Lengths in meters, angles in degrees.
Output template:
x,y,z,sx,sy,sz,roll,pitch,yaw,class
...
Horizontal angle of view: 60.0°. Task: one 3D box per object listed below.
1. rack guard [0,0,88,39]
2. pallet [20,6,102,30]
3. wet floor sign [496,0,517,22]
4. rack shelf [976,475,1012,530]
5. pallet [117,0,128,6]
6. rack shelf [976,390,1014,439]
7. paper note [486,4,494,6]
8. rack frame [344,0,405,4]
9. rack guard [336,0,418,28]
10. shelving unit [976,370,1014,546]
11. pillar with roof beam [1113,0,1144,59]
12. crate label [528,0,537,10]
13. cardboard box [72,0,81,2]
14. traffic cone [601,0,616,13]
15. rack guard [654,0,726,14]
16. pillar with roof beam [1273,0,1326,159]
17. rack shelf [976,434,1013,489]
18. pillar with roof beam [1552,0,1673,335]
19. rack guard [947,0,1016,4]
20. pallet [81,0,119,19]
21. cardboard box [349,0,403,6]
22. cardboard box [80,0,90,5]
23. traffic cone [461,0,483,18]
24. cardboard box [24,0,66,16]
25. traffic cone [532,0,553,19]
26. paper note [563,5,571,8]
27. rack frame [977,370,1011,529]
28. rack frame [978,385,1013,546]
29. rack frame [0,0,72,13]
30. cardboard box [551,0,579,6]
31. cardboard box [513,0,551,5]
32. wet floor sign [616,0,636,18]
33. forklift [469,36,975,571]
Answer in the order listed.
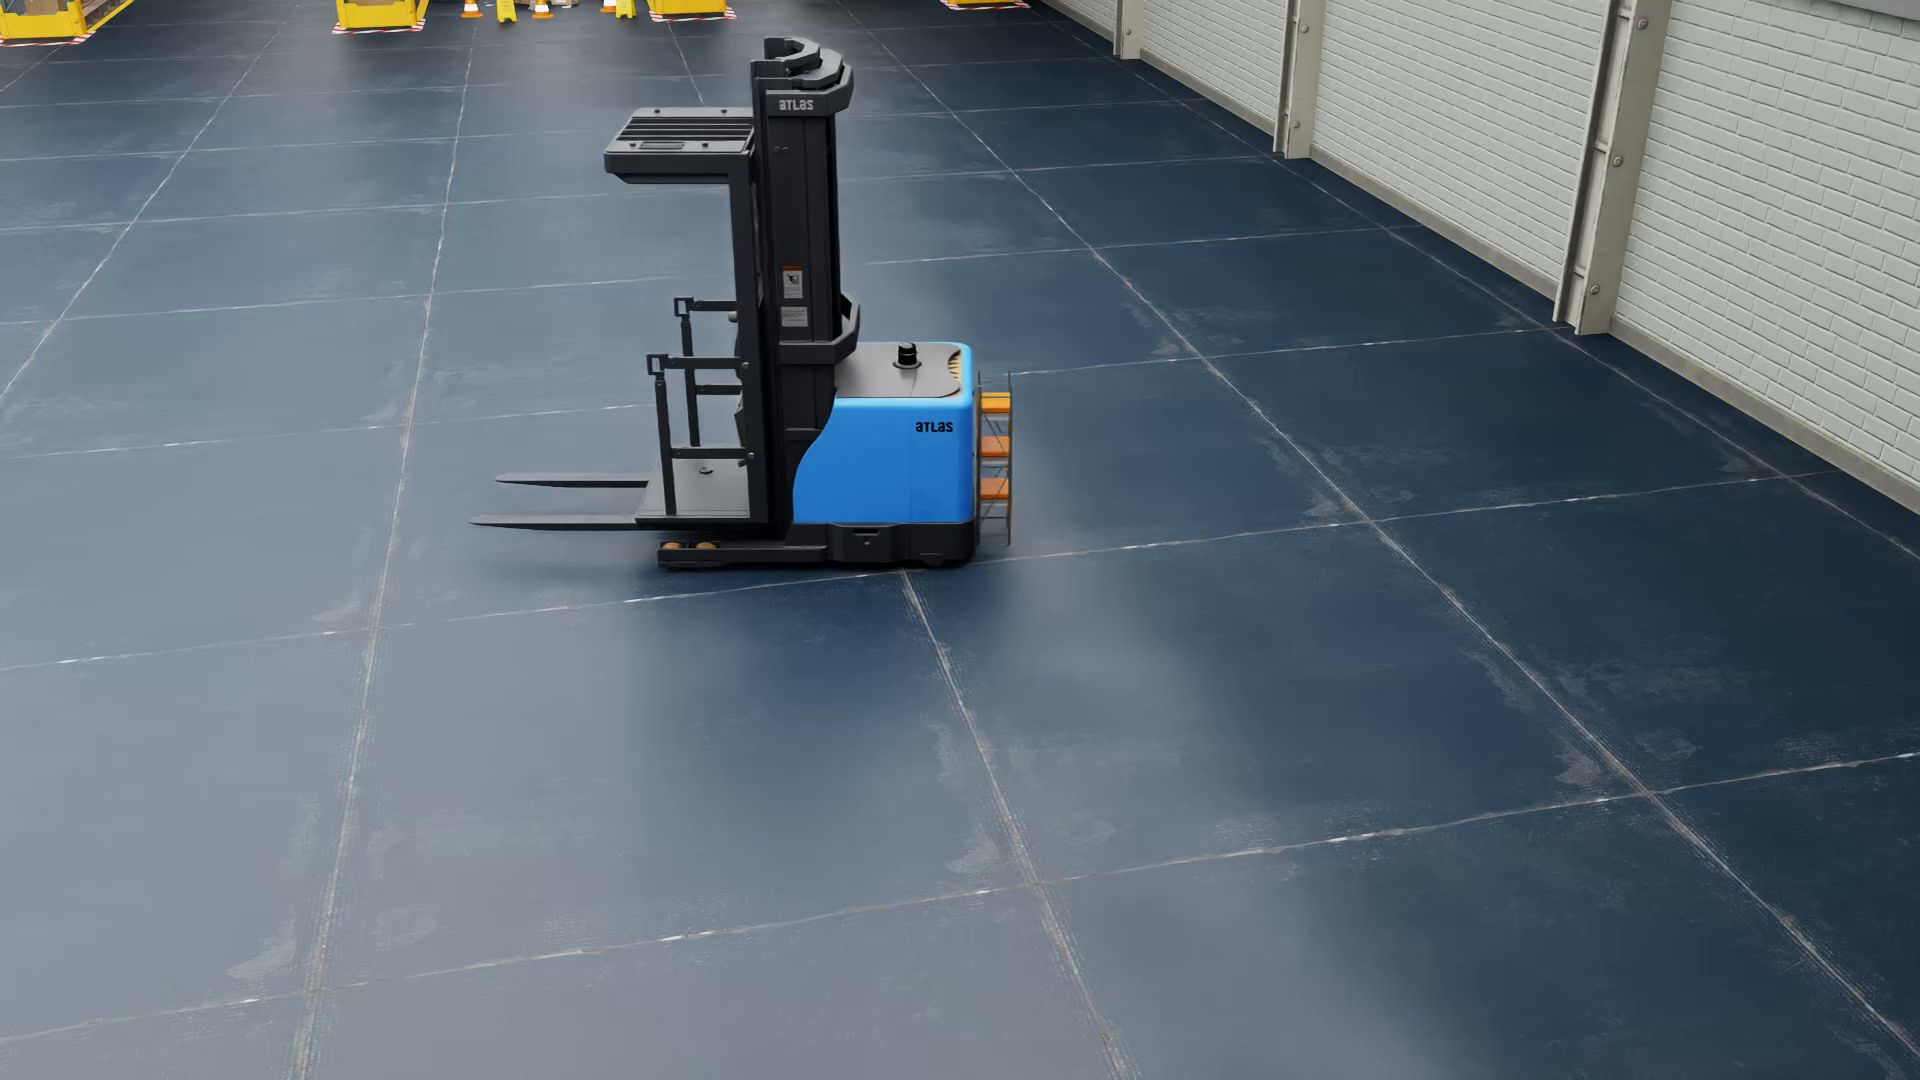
x,y,z,sx,sy,sz,roll,pitch,yaw,class
-14.142,-8.022,25.588,1.175,0.500,0.348,-6,27,-12,rack guard
-14.290,-8.253,26.367,1.003,0.211,1.213,-6,27,-12,pallet
-7.334,-8.701,26.772,0.267,0.644,0.232,-11,29,-20,wet floor sign
0.207,-0.230,10.181,0.215,0.259,0.240,0,27,-1,rack shelf
-14.840,-9.324,28.489,1.003,0.211,1.213,-6,27,-12,pallet
0.207,-0.731,9.928,0.215,0.259,0.240,0,27,-1,rack shelf
-7.959,-9.080,28.207,0.144,0.017,0.142,3,27,6,paper note
-9.269,-9.564,25.869,1.000,3.000,0.127,-6,27,-12,rack frame
-9.264,-8.437,26.411,1.175,0.500,0.348,-6,27,-12,rack guard
0.207,-0.488,10.051,0.215,1.050,0.252,0,27,-1,shelving unit
-1.755,-10.621,21.305,9.100,9.000,0.400,-6,27,-12,pillar with roof beam
-7.066,-8.967,27.864,0.250,0.136,0.298,-23,35,-38,crate label
-14.417,-8.711,26.487,0.500,0.500,0.500,1,27,2,cardboard box
-5.823,-9.036,27.639,0.336,0.463,0.334,-6,27,-12,traffic cone
-4.487,-9.028,27.582,1.175,0.500,0.348,-6,27,-12,rack guard
-0.403,-7.987,16.086,9.100,9.000,0.400,-6,27,-12,pillar with roof beam
0.207,-0.478,10.056,0.215,0.259,0.240,0,27,-1,rack shelf
0.949,-5.352,10.868,9.100,9.000,0.400,-6,27,-12,pillar with roof beam
0.371,-9.490,28.497,1.175,0.500,0.348,-6,27,-12,rack guard
-14.562,-8.788,27.426,1.003,0.211,1.213,-6,27,-12,pallet
-9.487,-9.094,26.829,0.875,0.875,0.875,-6,27,-11,cardboard box
-14.540,-8.987,27.035,0.500,0.500,0.500,-3,27,-7,cardboard box
-8.006,-8.808,27.188,0.336,0.463,0.334,-6,27,-12,traffic cone
-14.249,-8.452,25.974,0.500,0.500,0.500,-1,27,-2,cardboard box
-6.828,-8.774,27.120,0.336,0.463,0.334,-6,27,-12,traffic cone
-6.622,-8.998,28.043,0.148,0.019,0.142,-16,31,-29,paper note
0.205,-0.543,10.160,0.200,1.050,0.008,0,27,-1,rack frame
0.209,-0.433,9.942,0.200,1.050,0.008,0,27,-1,rack frame
-14.125,-9.104,24.959,1.000,3.000,0.127,-6,27,-12,rack frame
-6.733,-9.208,28.328,0.380,0.149,0.250,8,28,15,cardboard box
-7.332,-9.510,28.533,0.637,0.503,0.797,19,32,32,cardboard box
-5.469,-8.868,27.103,0.267,0.644,0.232,3,27,6,wet floor sign
-1.428,-1.363,9.699,3.031,2.935,1.130,0,27,0,forklift
